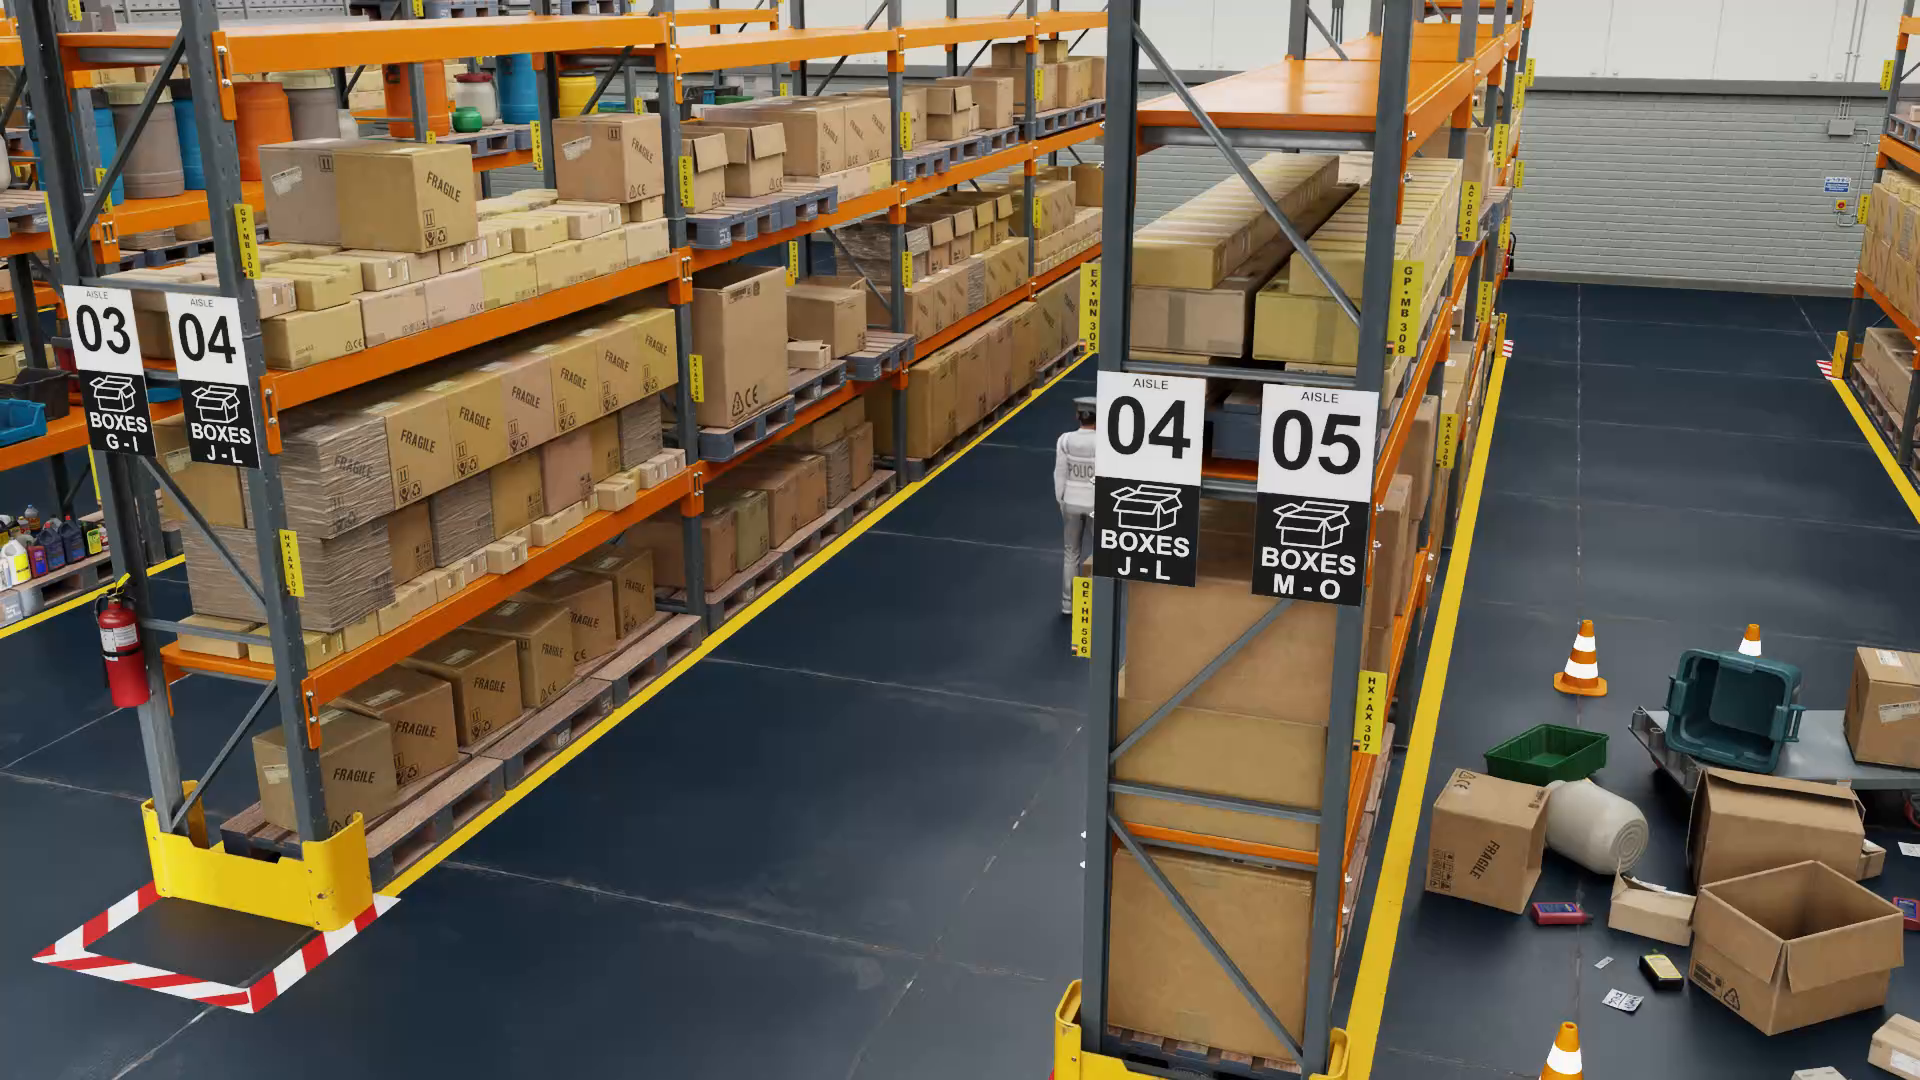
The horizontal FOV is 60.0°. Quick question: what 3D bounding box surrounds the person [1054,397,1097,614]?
[{"bbox_3d":[0.925,-0.240,12.290,0.476,1.659,0.338,7,20,19],"label":"person"}]
